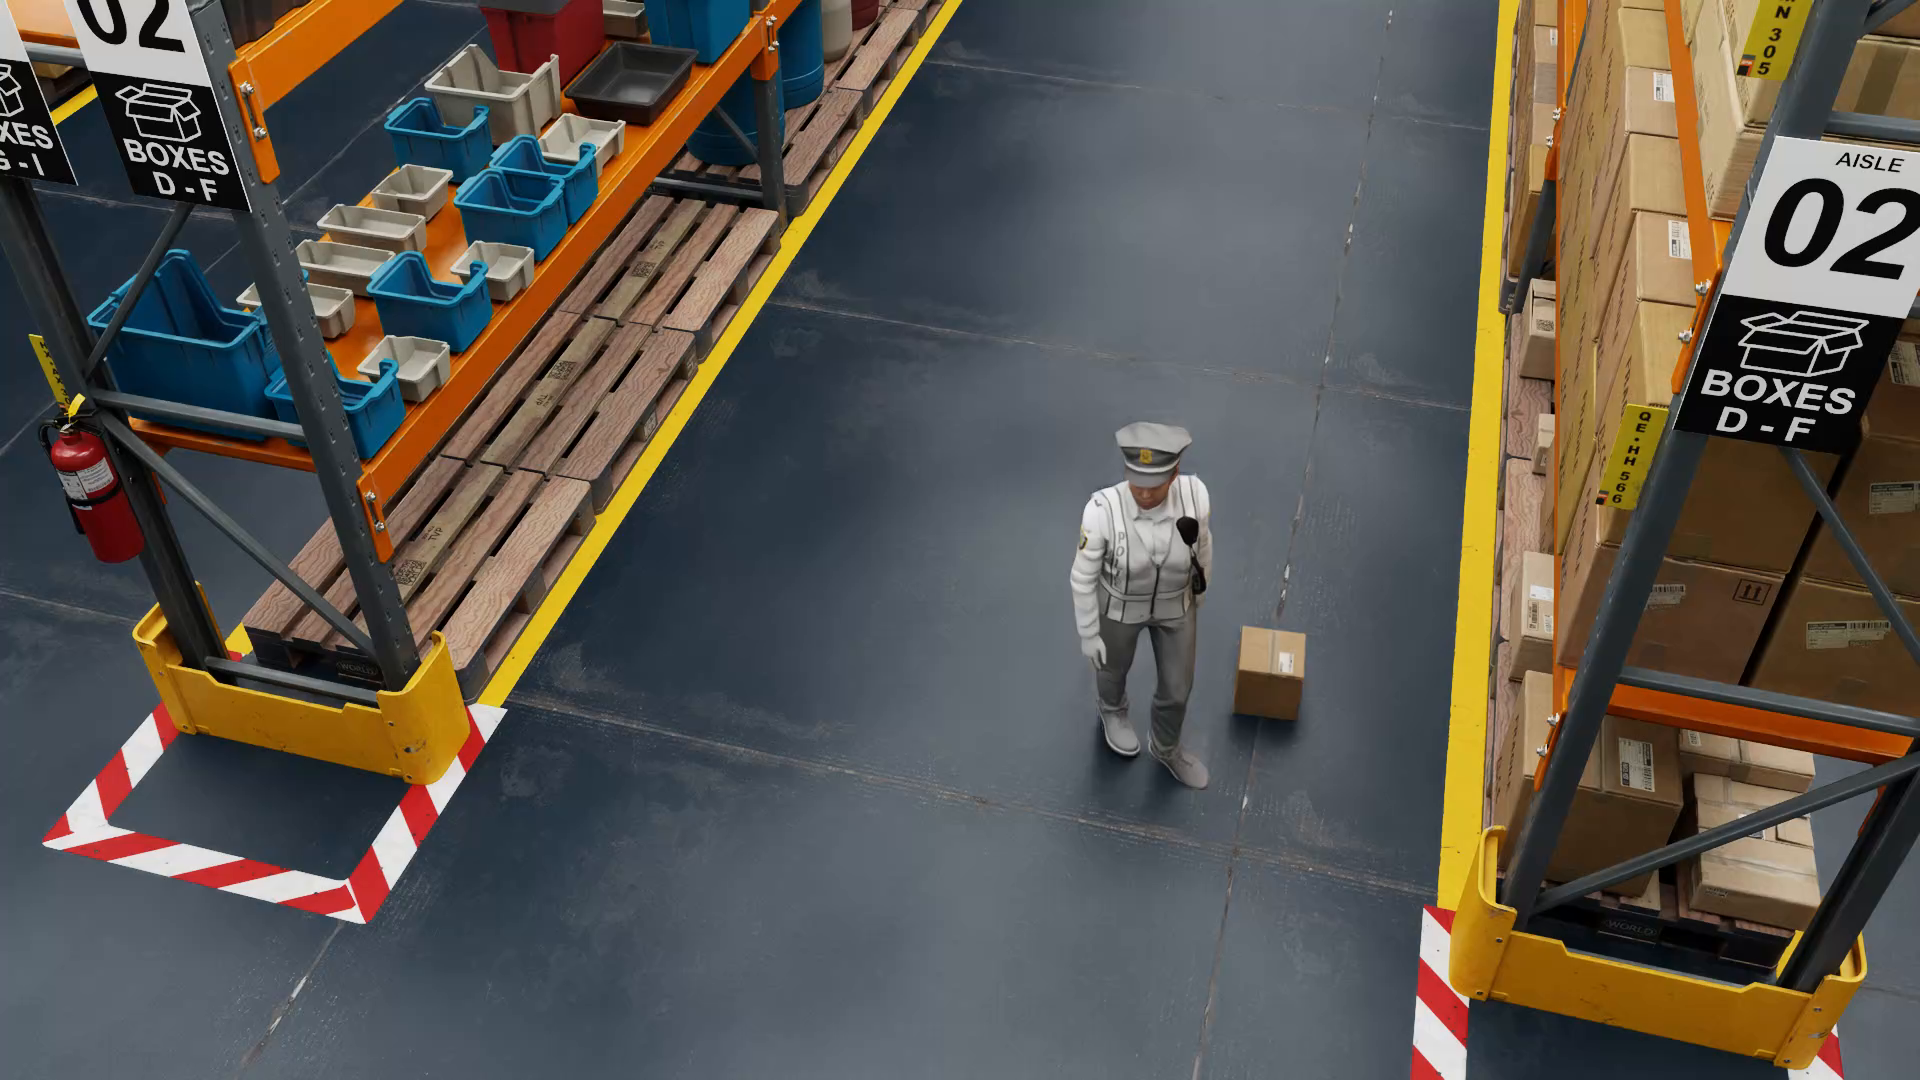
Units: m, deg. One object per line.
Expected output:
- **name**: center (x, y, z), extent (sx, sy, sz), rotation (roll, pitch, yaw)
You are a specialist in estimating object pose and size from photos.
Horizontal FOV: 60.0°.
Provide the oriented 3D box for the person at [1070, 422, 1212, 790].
- **person**: center (0.657, 0.218, 5.916), extent (0.580, 1.719, 0.491), rotation (-4, 41, -4)
